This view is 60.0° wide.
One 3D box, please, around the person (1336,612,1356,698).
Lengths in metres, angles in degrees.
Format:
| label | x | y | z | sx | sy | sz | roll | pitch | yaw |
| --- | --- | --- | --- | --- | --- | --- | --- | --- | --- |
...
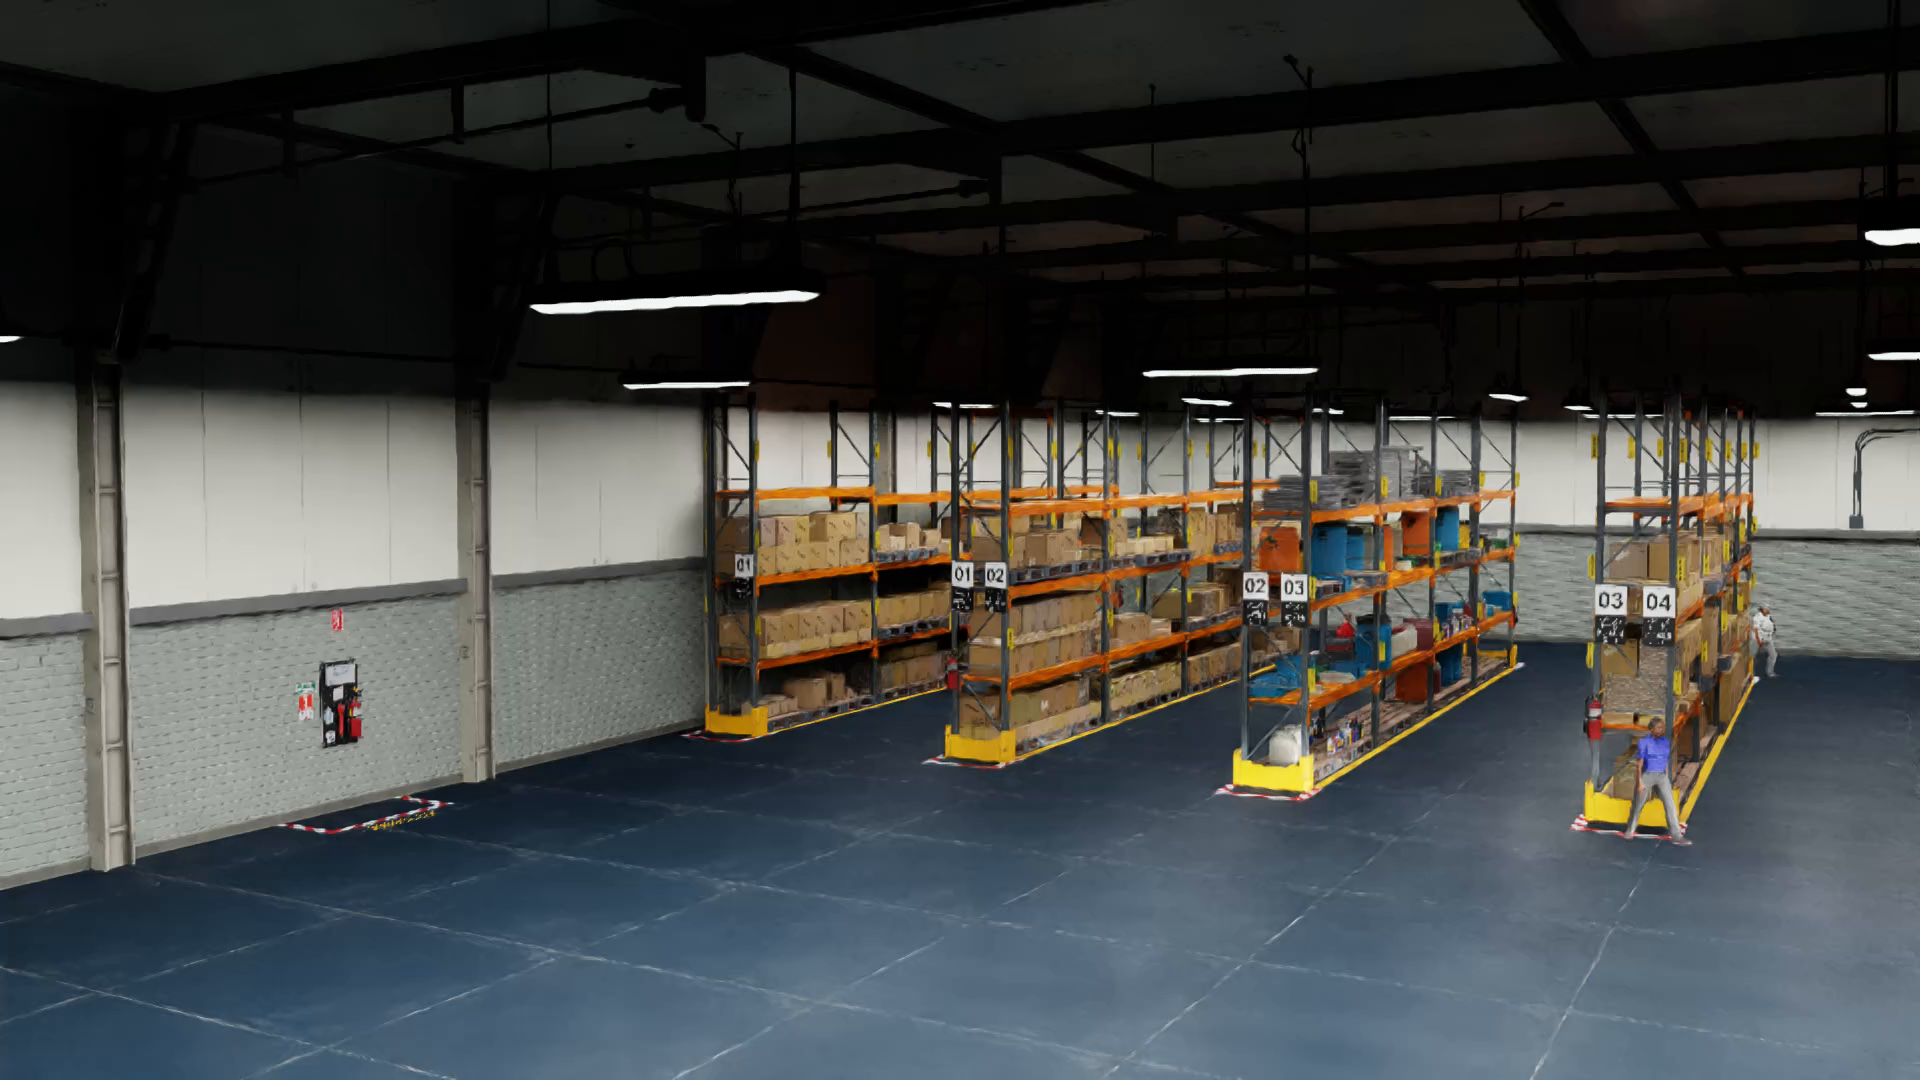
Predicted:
| label | x | y | z | sx | sy | sz | roll | pitch | yaw |
| --- | --- | --- | --- | --- | --- | --- | --- | --- | --- |
| person | 7.827 | 2.305 | 33.693 | 0.654 | 1.723 | 0.579 | -2 | 4 | -30 |

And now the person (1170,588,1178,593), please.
| label | x | y | z | sx | sy | sz | roll | pitch | yaw |
| --- | --- | --- | --- | --- | --- | --- | --- | --- | --- |
| person | 4.965 | 2.005 | 38.870 | 0.625 | 1.765 | 0.497 | -2 | 4 | -31 |

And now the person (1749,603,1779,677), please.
| label | x | y | z | sx | sy | sz | roll | pitch | yaw |
| --- | --- | --- | --- | --- | --- | --- | --- | --- | --- |
| person | 17.761 | 2.198 | 36.936 | 0.552 | 1.628 | 0.696 | -1 | 3 | -22 |

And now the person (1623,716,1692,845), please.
| label | x | y | z | sx | sy | sz | roll | pitch | yaw |
| --- | --- | --- | --- | --- | --- | --- | --- | --- | --- |
| person | 8.833 | 3.037 | 21.090 | 0.577 | 1.611 | 0.854 | 0 | 3 | -6 |
